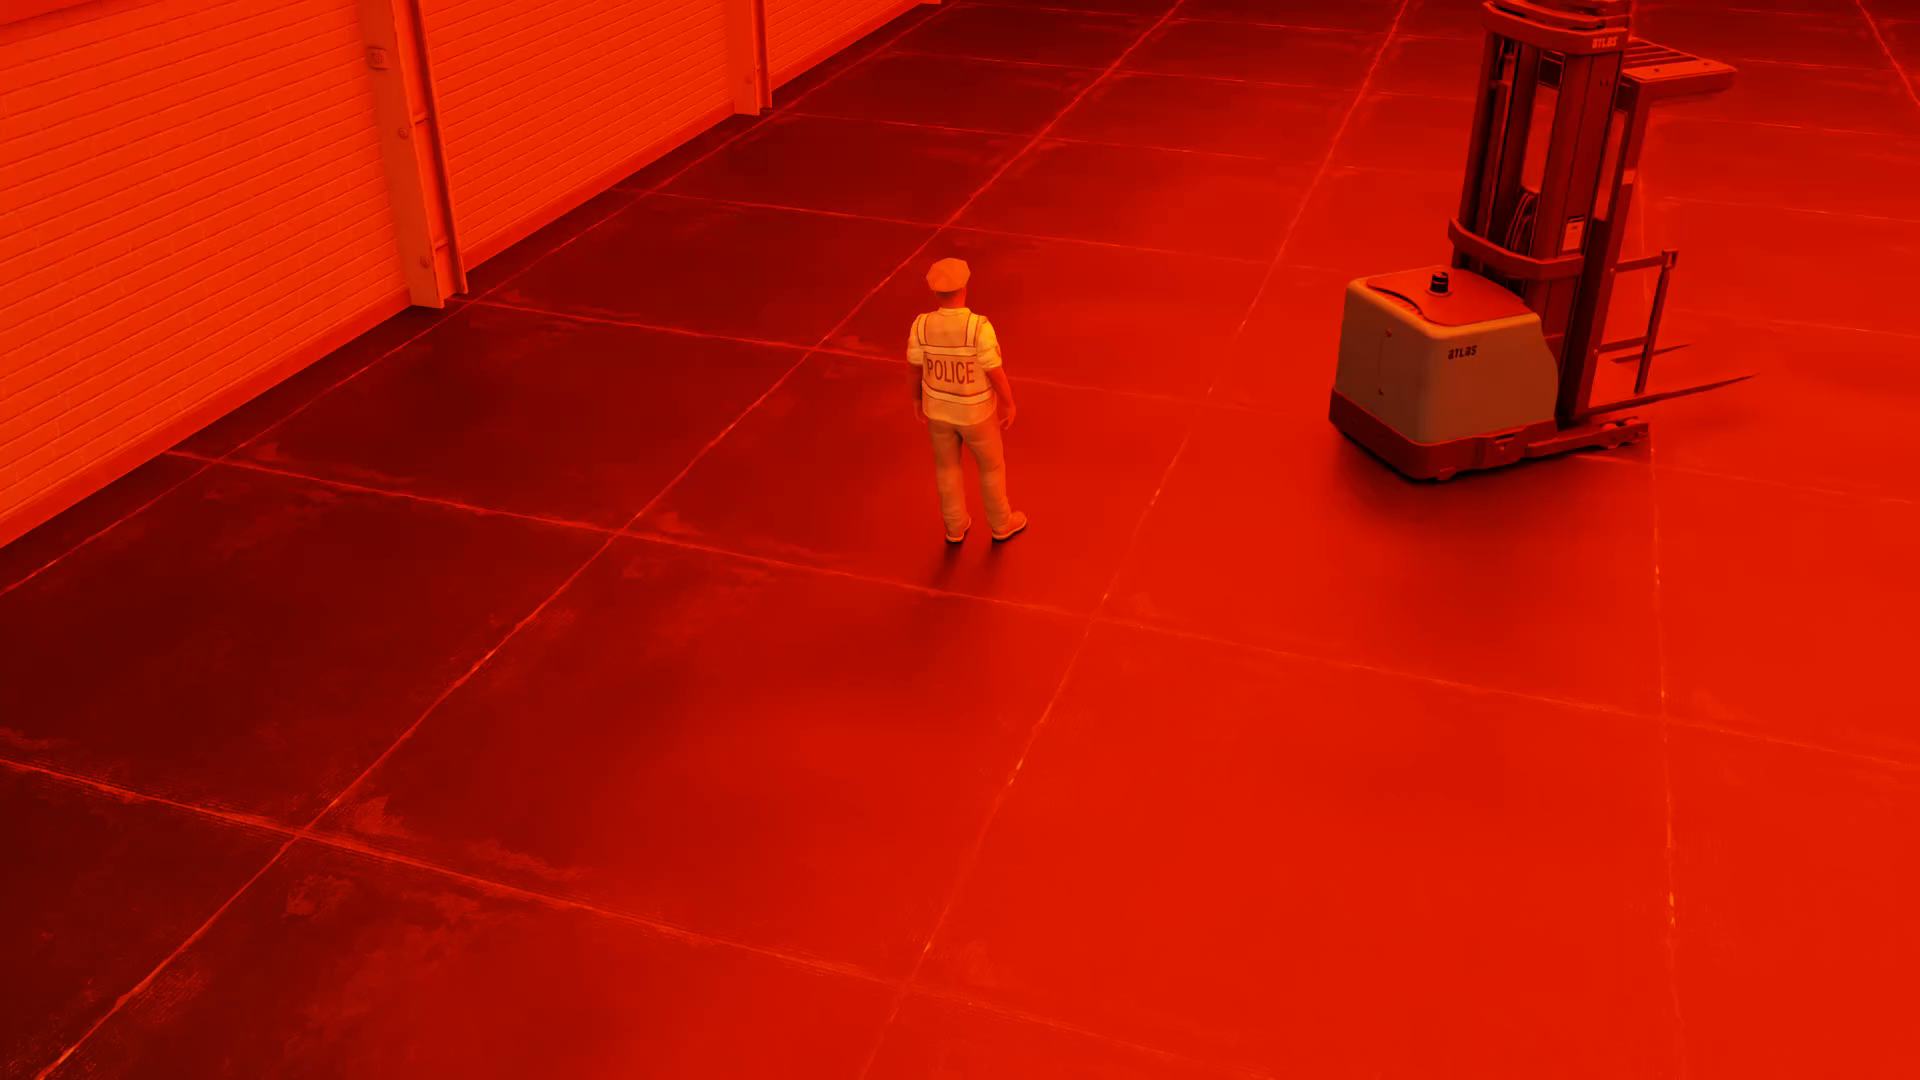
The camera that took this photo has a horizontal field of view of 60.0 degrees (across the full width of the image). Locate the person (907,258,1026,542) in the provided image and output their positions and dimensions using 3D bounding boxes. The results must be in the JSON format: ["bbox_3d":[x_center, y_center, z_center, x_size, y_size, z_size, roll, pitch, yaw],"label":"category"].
[{"bbox_3d":[0.036,-0.815,9.713,0.641,1.778,0.574,10,31,16],"label":"person"}]

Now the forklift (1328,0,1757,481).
[{"bbox_3d":[4.091,-2.115,10.847,3.031,2.935,1.130,-12,32,-20],"label":"forklift"}]
